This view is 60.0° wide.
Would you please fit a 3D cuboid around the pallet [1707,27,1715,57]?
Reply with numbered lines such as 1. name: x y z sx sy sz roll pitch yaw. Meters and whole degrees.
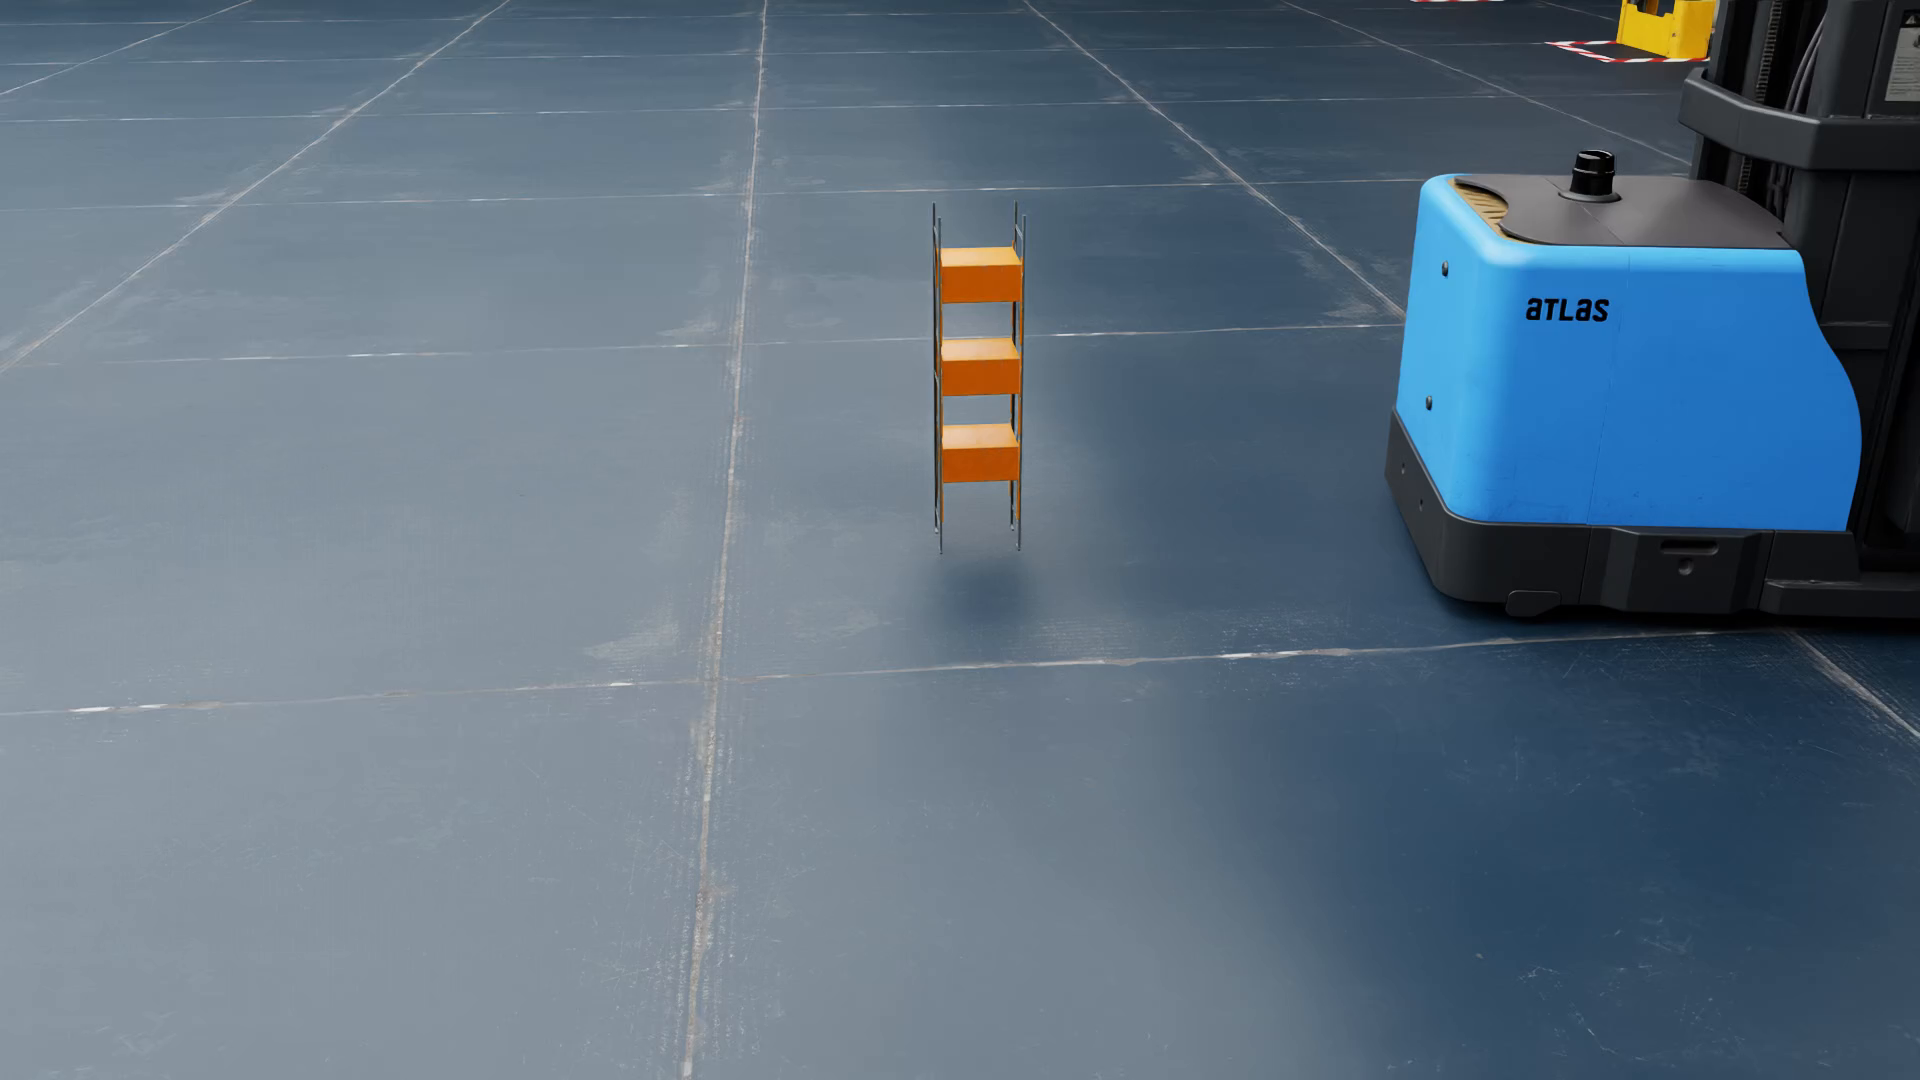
1. pallet: 7.370 -4.722 15.615 1.213 0.211 1.003 -2 24 -5

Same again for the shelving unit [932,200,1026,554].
1. shelving unit: 0.053 -0.482 5.042 0.252 1.050 0.215 -2 24 -5

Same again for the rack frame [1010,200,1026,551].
1. rack frame: 0.175 -0.487 5.053 0.008 1.050 0.200 -2 24 -5

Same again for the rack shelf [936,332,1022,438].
1. rack shelf: 0.053 -0.472 5.046 0.240 0.259 0.215 -2 24 -5

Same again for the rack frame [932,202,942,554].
1. rack frame: -0.068 -0.477 5.031 0.008 1.050 0.200 -2 24 -5

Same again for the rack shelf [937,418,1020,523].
1. rack shelf: 0.053 -0.218 5.159 0.240 0.259 0.215 -2 24 -5

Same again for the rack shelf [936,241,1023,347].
1. rack shelf: 0.053 -0.732 4.931 0.240 0.259 0.215 -2 24 -5

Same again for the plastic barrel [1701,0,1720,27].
1. plastic barrel: 7.137 -5.057 15.479 0.421 0.512 0.421 0 24 0

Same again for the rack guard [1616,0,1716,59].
1. rack guard: 6.561 -4.824 15.488 0.348 0.500 1.175 -2 24 -5

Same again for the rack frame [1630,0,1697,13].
1. rack frame: 6.490 -5.944 14.931 0.127 3.000 1.000 -2 24 -5

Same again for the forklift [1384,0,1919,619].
1. forklift: 2.901 -1.273 4.506 3.031 2.935 1.130 2 24 3
